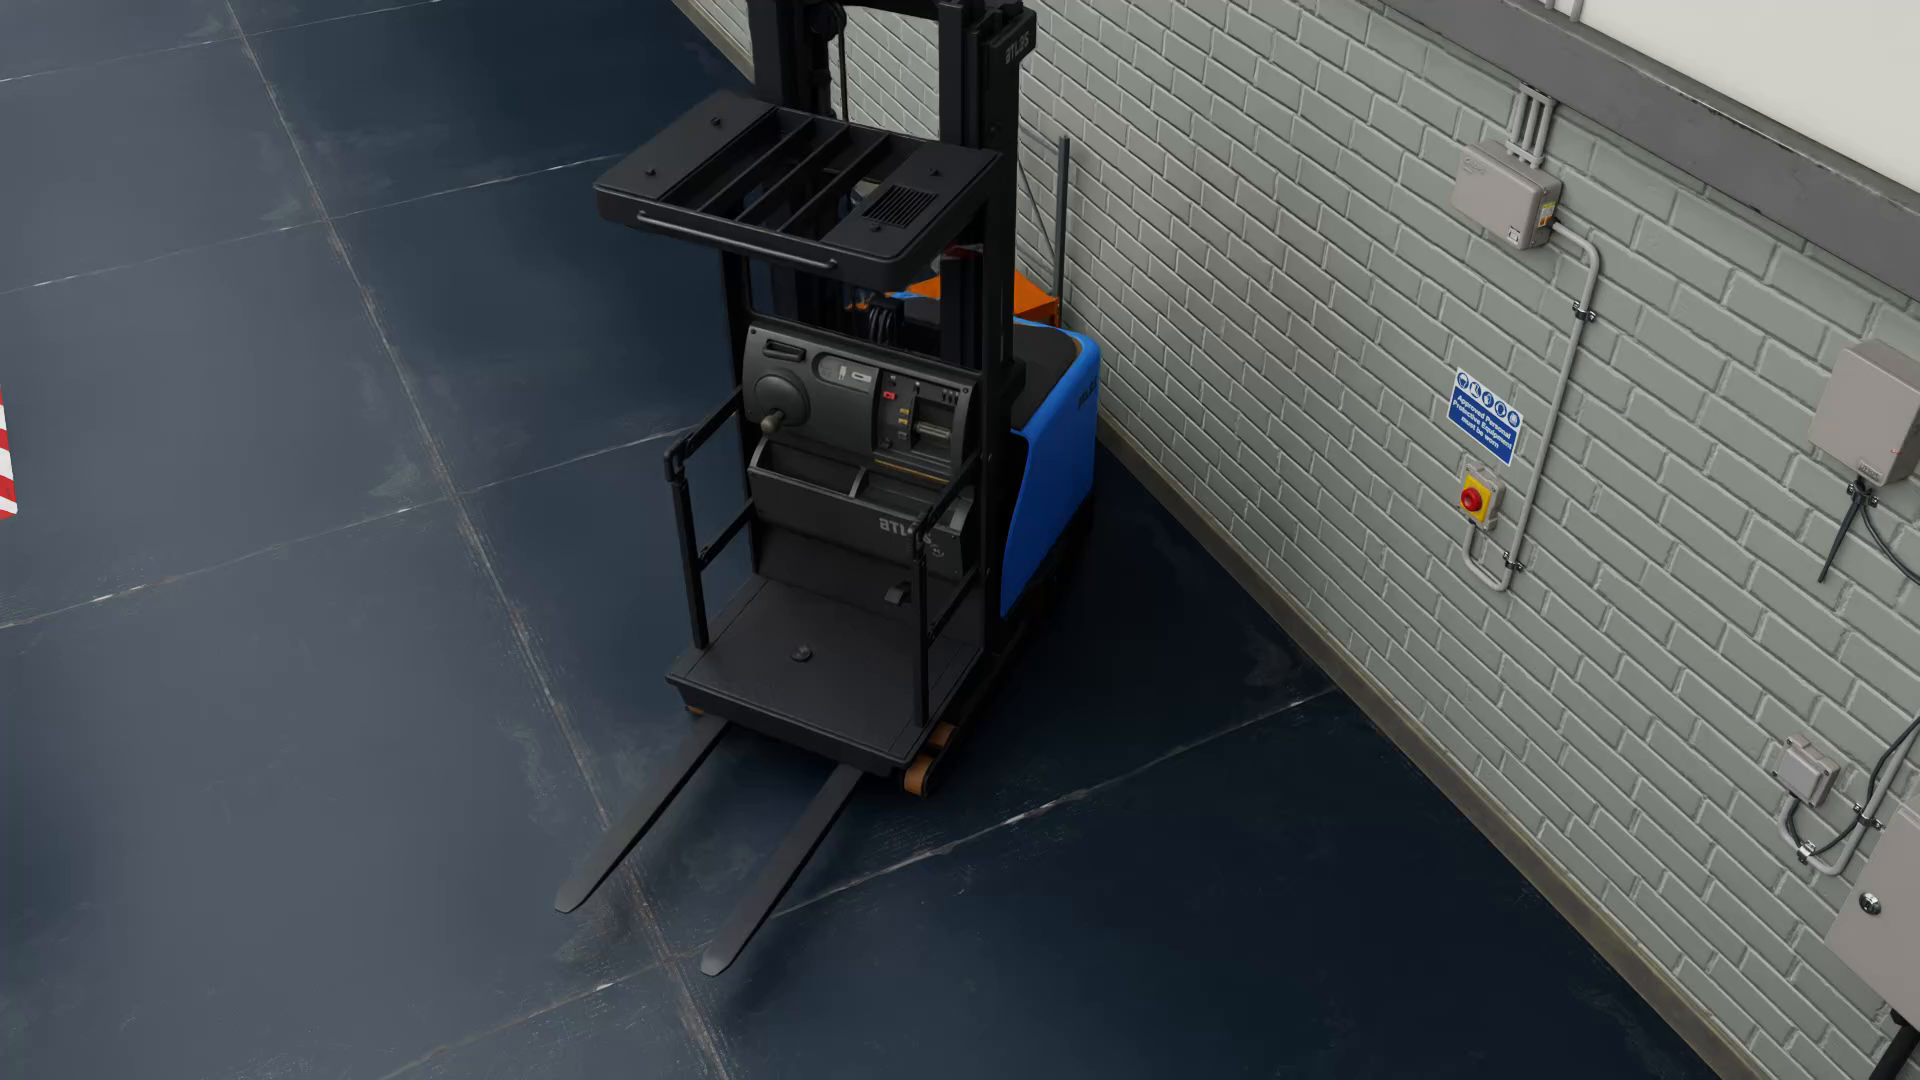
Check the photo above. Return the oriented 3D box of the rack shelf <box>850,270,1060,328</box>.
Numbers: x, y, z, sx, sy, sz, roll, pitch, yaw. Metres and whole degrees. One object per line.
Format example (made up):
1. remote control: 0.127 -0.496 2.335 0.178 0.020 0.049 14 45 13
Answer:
1. rack shelf: -0.074 -1.078 8.130 1.000 0.185 0.538 -22 45 -24

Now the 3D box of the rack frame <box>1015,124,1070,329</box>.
1. rack frame: 0.355 -1.392 8.223 0.032 1.500 0.500 -22 45 -24

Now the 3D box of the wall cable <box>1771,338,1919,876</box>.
1. wall cable: 2.431 0.147 4.457 0.122 1.984 0.588 -19 44 -21

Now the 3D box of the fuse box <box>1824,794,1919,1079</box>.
1. fuse box: 2.607 1.464 4.685 0.414 1.711 0.539 -19 44 -21

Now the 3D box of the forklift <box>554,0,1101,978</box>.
1. forklift: -0.478 -0.439 5.989 1.130 2.935 3.031 17 43 19

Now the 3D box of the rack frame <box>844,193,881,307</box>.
1. rack frame: -0.502 -1.038 7.805 0.032 1.500 0.500 -22 45 -24

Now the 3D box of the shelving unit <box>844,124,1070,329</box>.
1. shelving unit: -0.066 -1.219 8.018 1.083 1.500 0.587 -22 45 -24

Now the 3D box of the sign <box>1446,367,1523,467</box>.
1. sign: 1.798 -0.424 5.709 0.001 0.218 0.327 -19 44 -21

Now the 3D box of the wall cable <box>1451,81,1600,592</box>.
1. wall cable: 1.766 -0.674 5.403 0.123 1.953 0.585 -19 44 -21

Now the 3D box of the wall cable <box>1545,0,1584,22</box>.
1. wall cable: 1.691 -2.727 3.996 0.029 3.000 0.463 -19 44 -21
